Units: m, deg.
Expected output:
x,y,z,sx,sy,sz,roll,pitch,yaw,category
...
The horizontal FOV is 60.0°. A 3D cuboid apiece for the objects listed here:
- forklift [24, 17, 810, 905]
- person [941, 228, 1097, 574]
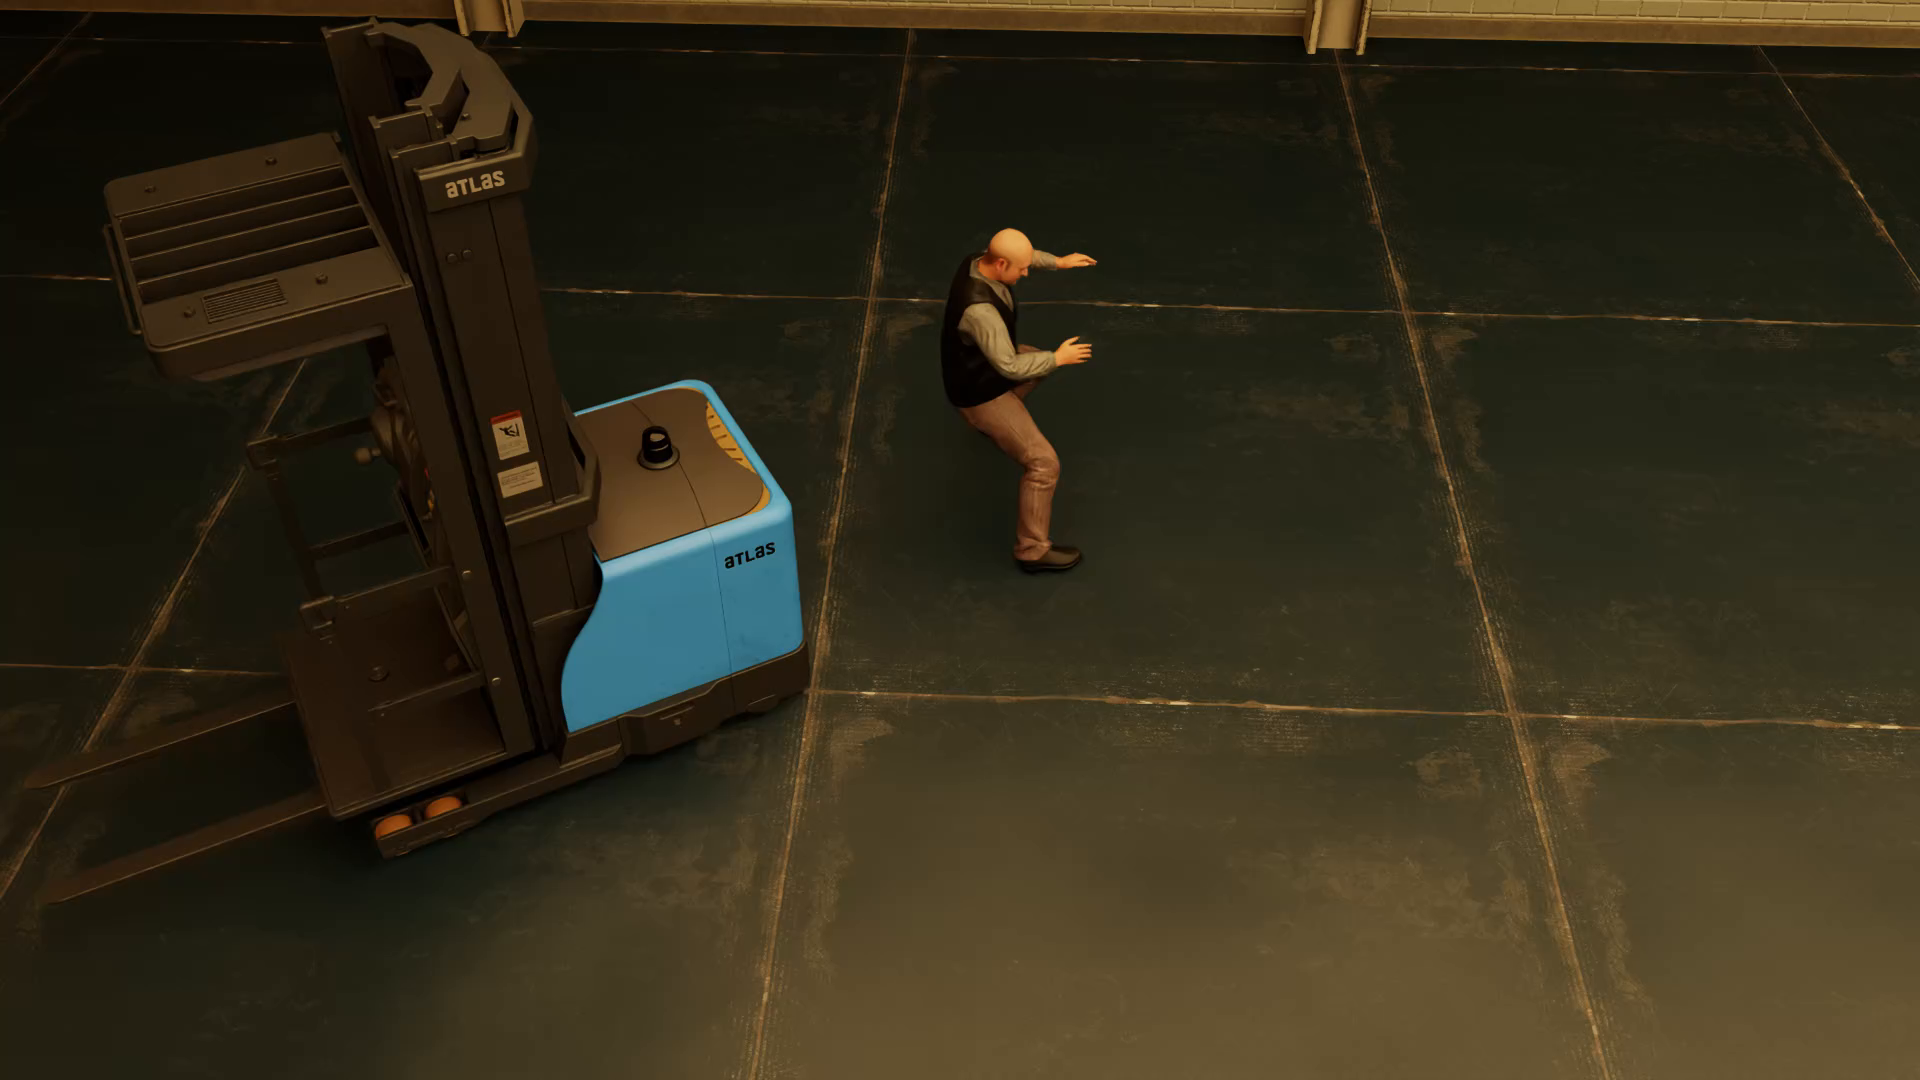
x,y,z,sx,sy,sz,roll,pitch,yaw,category
-2.193,-0.248,6.014,3.031,2.935,1.130,-19,46,-20,forklift
0.267,-0.807,7.691,0.701,1.496,1.213,3,43,4,person
